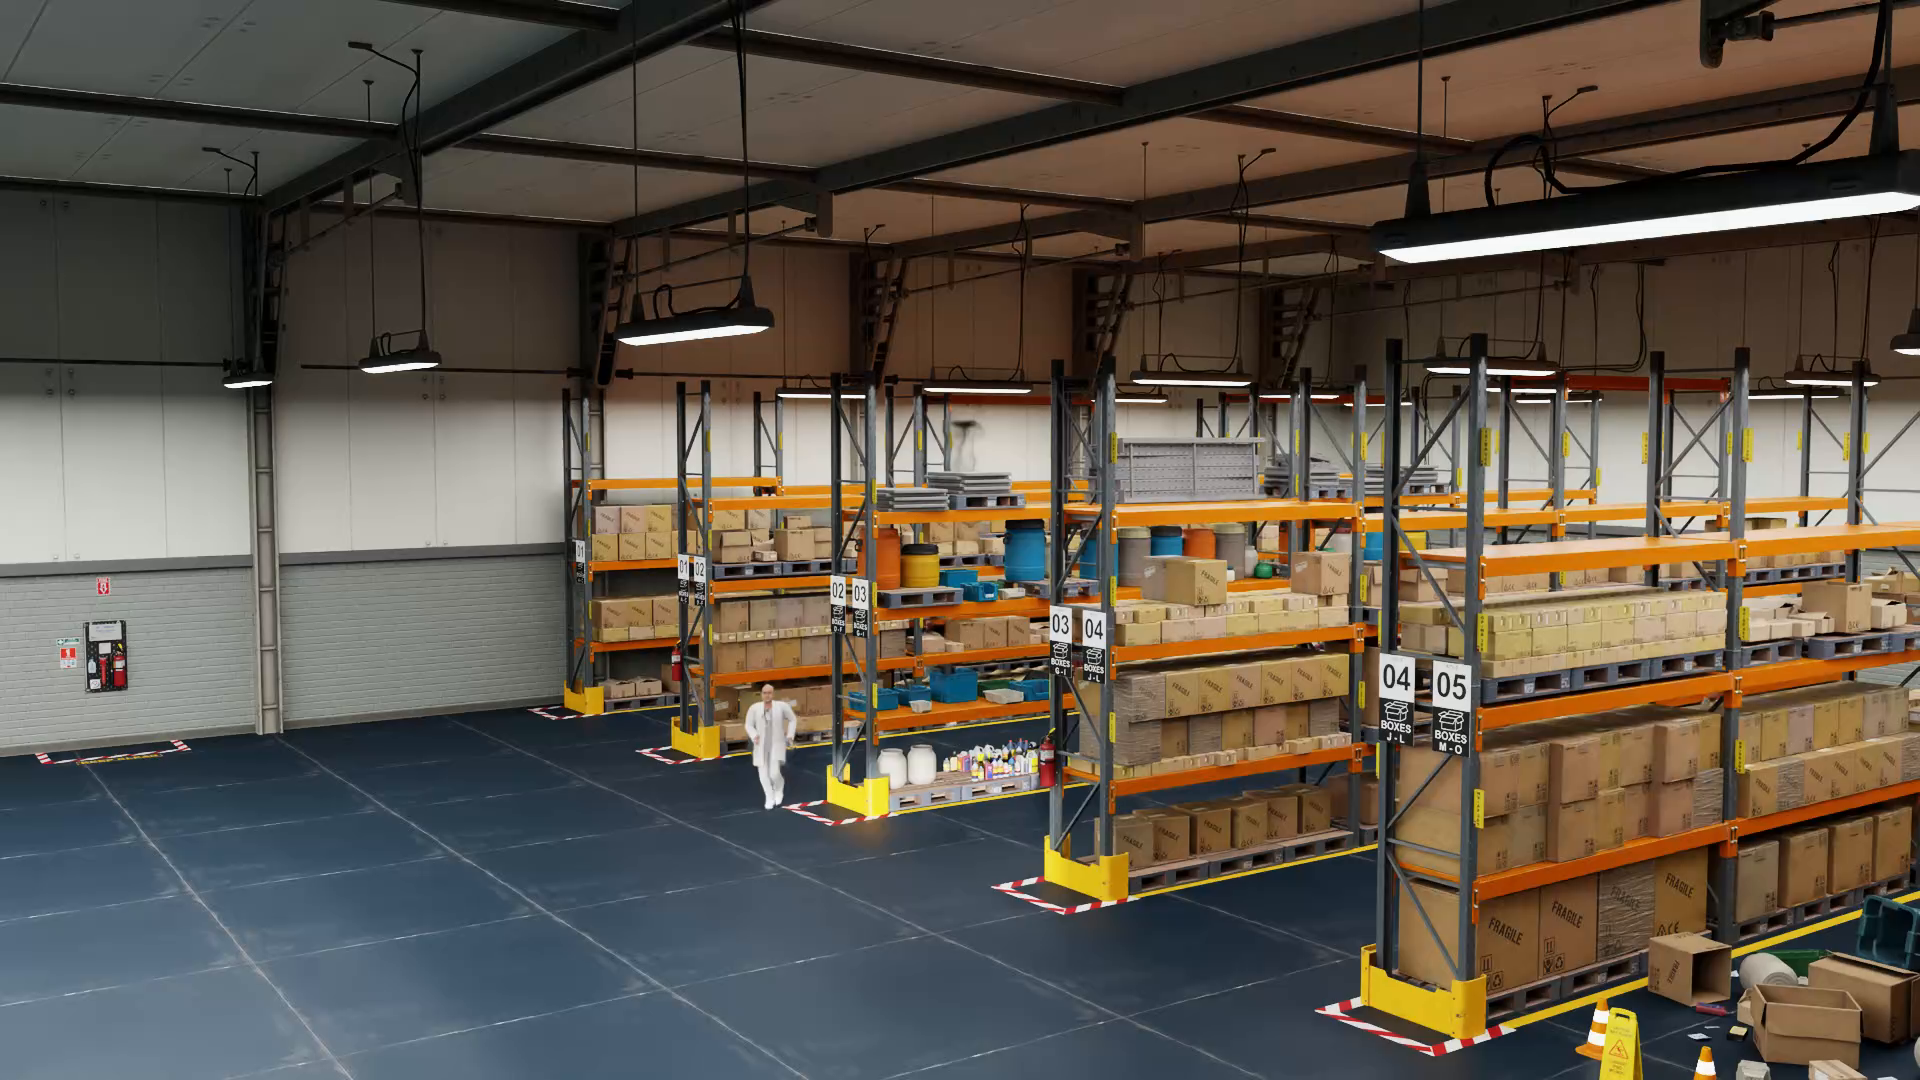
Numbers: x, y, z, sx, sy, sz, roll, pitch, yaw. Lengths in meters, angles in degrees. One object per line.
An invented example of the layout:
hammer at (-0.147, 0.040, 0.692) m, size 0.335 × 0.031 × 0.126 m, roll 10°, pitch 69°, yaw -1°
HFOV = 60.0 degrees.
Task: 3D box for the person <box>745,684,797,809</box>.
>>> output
person at (-2.602, 2.836, 22.728) m, size 0.690 × 1.733 × 0.716 m, roll 0°, pitch 4°, yaw 2°

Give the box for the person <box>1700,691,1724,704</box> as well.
person at (10.548, 2.817, 23.266) m, size 0.584 × 1.731 × 0.661 m, roll -2°, pitch 4°, yaw -32°

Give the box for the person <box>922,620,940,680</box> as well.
person at (-0.621, 2.319, 31.978) m, size 0.513 × 1.565 × 0.604 m, roll 3°, pitch 5°, yaw 44°

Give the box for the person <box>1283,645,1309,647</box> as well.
person at (6.162, 2.335, 30.545) m, size 0.600 × 1.746 × 0.667 m, roll -3°, pitch 5°, yaw -39°
